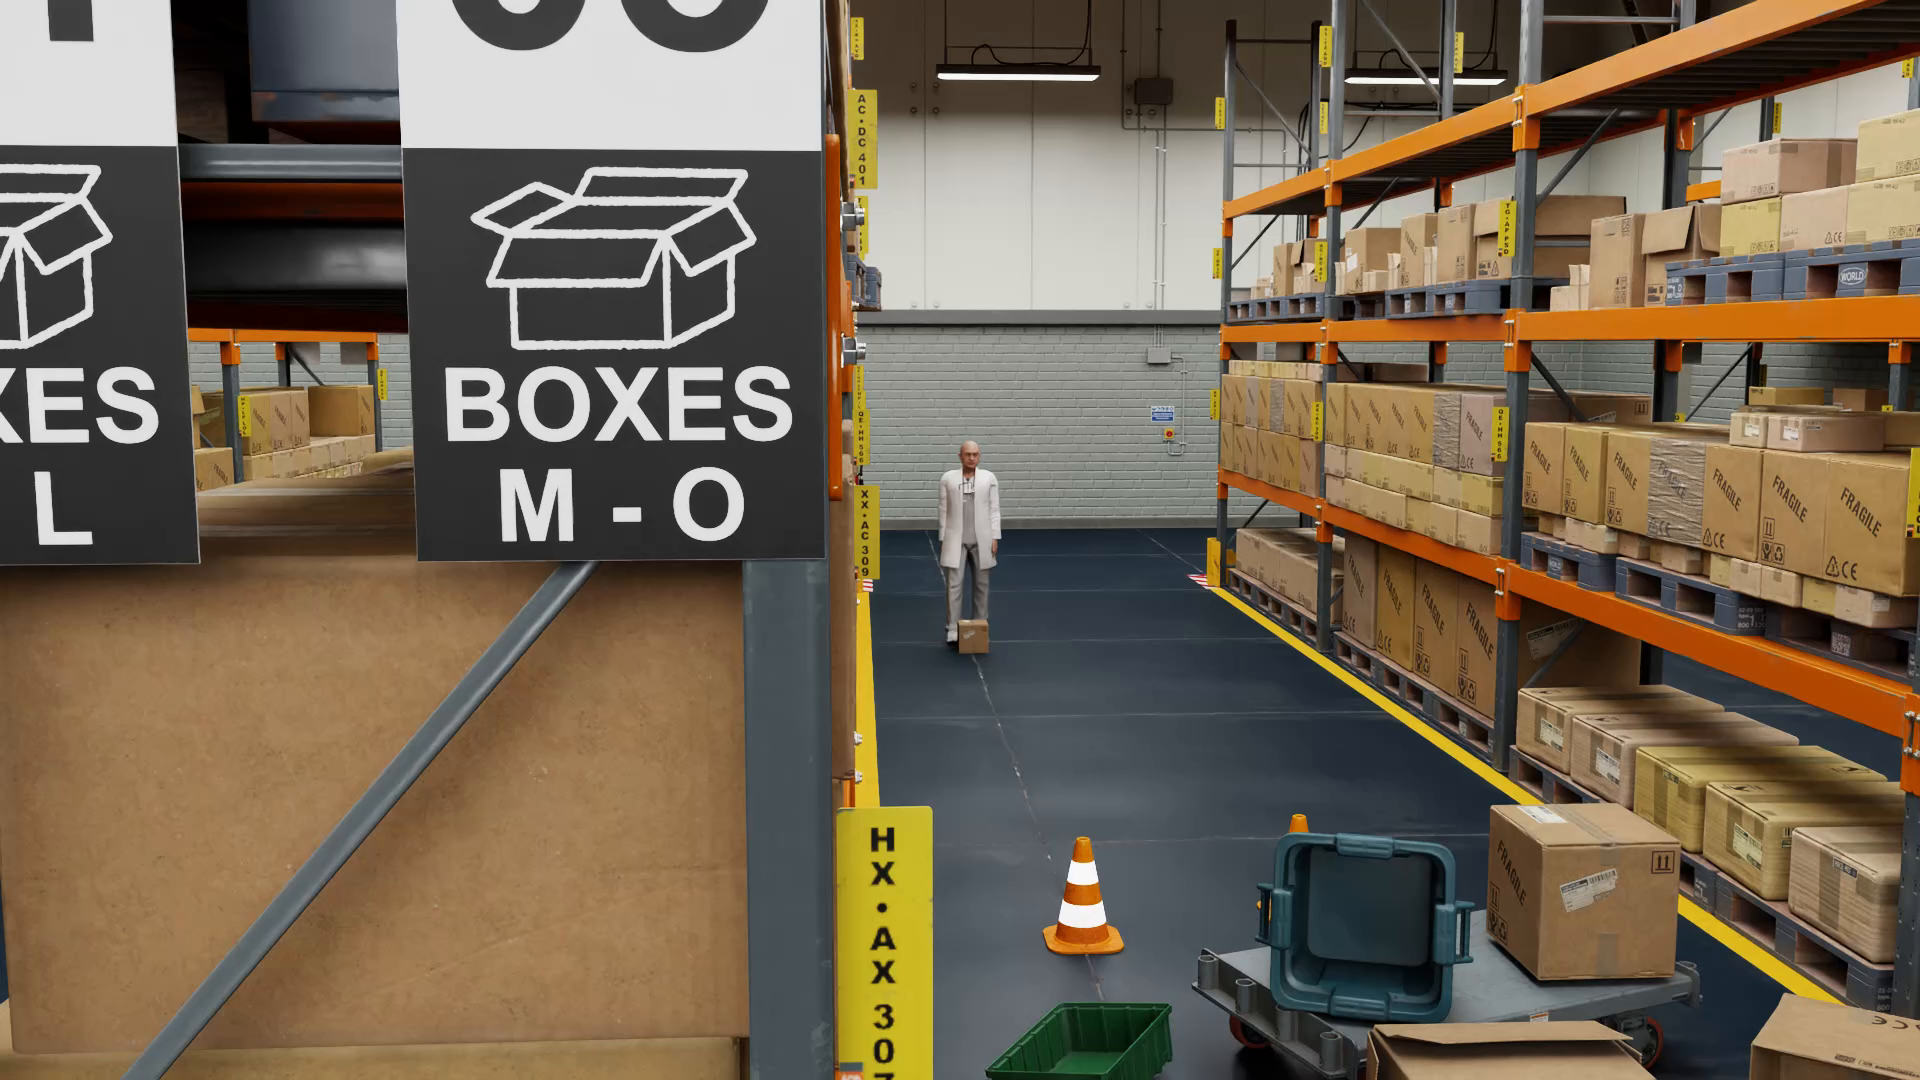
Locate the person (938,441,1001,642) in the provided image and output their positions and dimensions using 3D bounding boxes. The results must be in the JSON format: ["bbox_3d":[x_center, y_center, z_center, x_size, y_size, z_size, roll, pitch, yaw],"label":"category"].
[{"bbox_3d":[0.088,0.017,14.690,0.560,1.781,0.418,0,7,-2],"label":"person"}]
